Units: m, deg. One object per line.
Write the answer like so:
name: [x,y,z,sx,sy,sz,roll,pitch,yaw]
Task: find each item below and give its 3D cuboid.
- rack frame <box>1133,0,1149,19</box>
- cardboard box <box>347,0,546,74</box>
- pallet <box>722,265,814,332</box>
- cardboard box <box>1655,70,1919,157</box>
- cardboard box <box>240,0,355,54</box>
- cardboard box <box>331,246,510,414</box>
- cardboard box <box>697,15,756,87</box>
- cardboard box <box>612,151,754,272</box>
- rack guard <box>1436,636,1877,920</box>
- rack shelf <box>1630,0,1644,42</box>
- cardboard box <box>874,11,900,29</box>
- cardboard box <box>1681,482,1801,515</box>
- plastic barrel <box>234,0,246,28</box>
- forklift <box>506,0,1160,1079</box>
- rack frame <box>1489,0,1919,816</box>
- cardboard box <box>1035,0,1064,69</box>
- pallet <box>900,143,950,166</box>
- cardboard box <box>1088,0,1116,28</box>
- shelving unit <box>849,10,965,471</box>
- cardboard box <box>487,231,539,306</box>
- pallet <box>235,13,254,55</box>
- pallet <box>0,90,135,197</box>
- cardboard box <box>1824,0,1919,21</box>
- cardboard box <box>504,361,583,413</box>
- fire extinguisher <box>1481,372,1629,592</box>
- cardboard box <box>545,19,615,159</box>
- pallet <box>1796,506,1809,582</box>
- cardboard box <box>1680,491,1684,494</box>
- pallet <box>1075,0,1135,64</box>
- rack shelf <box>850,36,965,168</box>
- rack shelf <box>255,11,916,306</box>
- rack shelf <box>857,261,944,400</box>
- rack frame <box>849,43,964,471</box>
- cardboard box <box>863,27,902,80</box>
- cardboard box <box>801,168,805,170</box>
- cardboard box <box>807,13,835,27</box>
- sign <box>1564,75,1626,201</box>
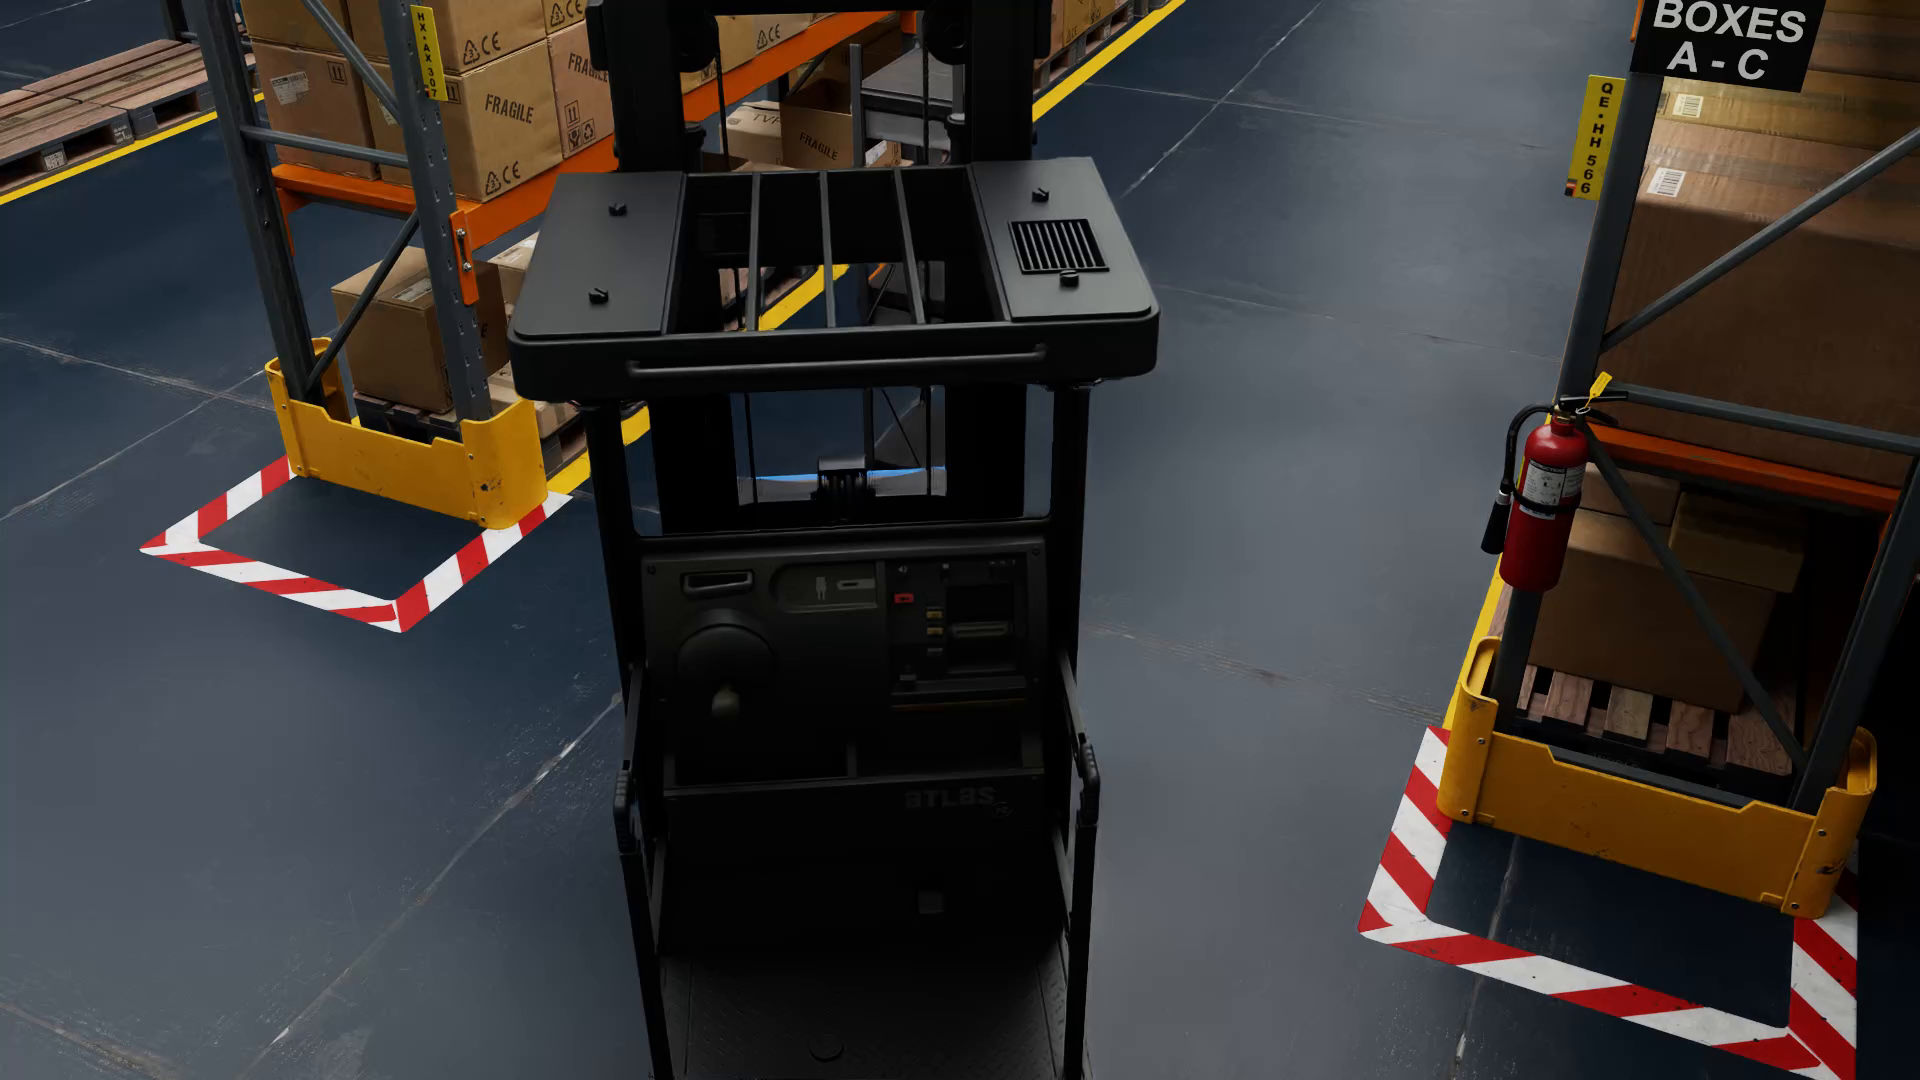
rack frame: [0.993,-5.449,12.325,1.000,3.000,0.127,14,36,20]
cardboard box: [-1.929,-2.085,6.192,0.500,0.500,0.500,15,36,22]
pallet: [-1.478,-1.339,8.600,1.003,0.211,1.213,14,36,20]
cardboard box: [2.645,-1.077,5.384,0.980,0.700,0.700,14,36,20]
cardboard box: [-2.417,-2.210,6.381,0.500,0.500,0.500,14,36,20]
cardboard box: [-2.350,-0.931,7.313,0.500,0.500,0.500,14,36,20]
cardboard box: [-1.295,-2.423,7.619,0.500,0.500,0.500,15,36,21]
cardboard box: [-1.462,-1.660,8.422,0.797,0.503,0.637,14,36,20]
rack guard: [2.137,0.727,5.186,1.175,0.500,0.348,14,36,20]
rack shelf: [2.984,-2.280,5.412,1.077,0.370,4.000,14,36,20]
cardboard box: [-0.520,-3.152,10.699,0.500,0.500,0.500,14,36,21]
cardboard box: [2.689,-0.248,5.698,0.380,0.149,0.250,14,36,21]
plastic barrel: [-4.935,-4.161,11.890,0.600,0.901,0.708,14,36,20]
forklift: [-0.240,0.264,3.675,1.130,2.935,3.031,-3,33,-4]
rack frame: [2.147,-0.330,4.518,1.000,3.000,0.127,14,36,20]
cardboard box: [0.384,-3.548,11.304,0.500,0.500,0.500,13,35,19]
pallet: [-0.374,-2.705,10.683,1.003,0.211,1.213,14,36,20]
cardboard box: [0.815,-4.068,12.097,0.500,0.500,0.500,16,36,22]
shelving unit: [-0.069,-0.796,6.049,0.431,2.100,0.503,14,36,20]
cardboard box: [-1.925,-1.293,8.092,0.500,0.250,0.500,14,36,20]
pallet: [-4.817,-3.804,12.359,1.003,0.211,1.213,14,36,20]
pallet: [-5.959,-2.444,10.285,1.003,0.211,1.213,14,36,20]
cardboard box: [3.268,-1.819,6.516,0.980,0.700,0.700,13,36,19]
cardboard box: [-1.762,-0.718,7.293,0.380,0.166,0.250,14,36,20]
fire extinguisher: [1.665,-0.173,4.689,0.296,0.674,0.183,14,36,20]
cardboard box: [-1.718,-1.926,6.860,0.500,0.500,0.500,14,36,20]
pallet: [2.922,-0.186,6.841,1.003,0.211,1.213,14,36,20]
cardboard box: [2.558,-0.082,6.035,0.700,0.500,0.500,14,36,20]
pallet: [0.646,-3.920,12.536,1.003,0.211,1.213,14,36,20]
rack shelf: [-0.069,-1.370,5.672,0.431,0.518,0.480,14,36,20]
rack shelf: [-1.517,-2.160,7.965,1.077,0.370,4.000,14,36,20]
rack shelf: [-0.069,-0.784,6.056,0.431,0.518,0.480,14,36,20]
rack frame: [-0.171,-0.674,5.863,0.400,2.100,0.015,14,36,20]
cardboard box: [-0.257,-2.781,10.134,0.500,0.500,0.500,13,35,18]
cardboard box: [-0.764,-1.900,9.110,0.380,0.149,0.250,14,36,20]
cardboard box: [-0.871,-2.934,8.398,0.500,0.500,0.500,15,36,22]
sign: [1.660,-1.045,4.336,0.100,0.325,0.005,14,36,20]
